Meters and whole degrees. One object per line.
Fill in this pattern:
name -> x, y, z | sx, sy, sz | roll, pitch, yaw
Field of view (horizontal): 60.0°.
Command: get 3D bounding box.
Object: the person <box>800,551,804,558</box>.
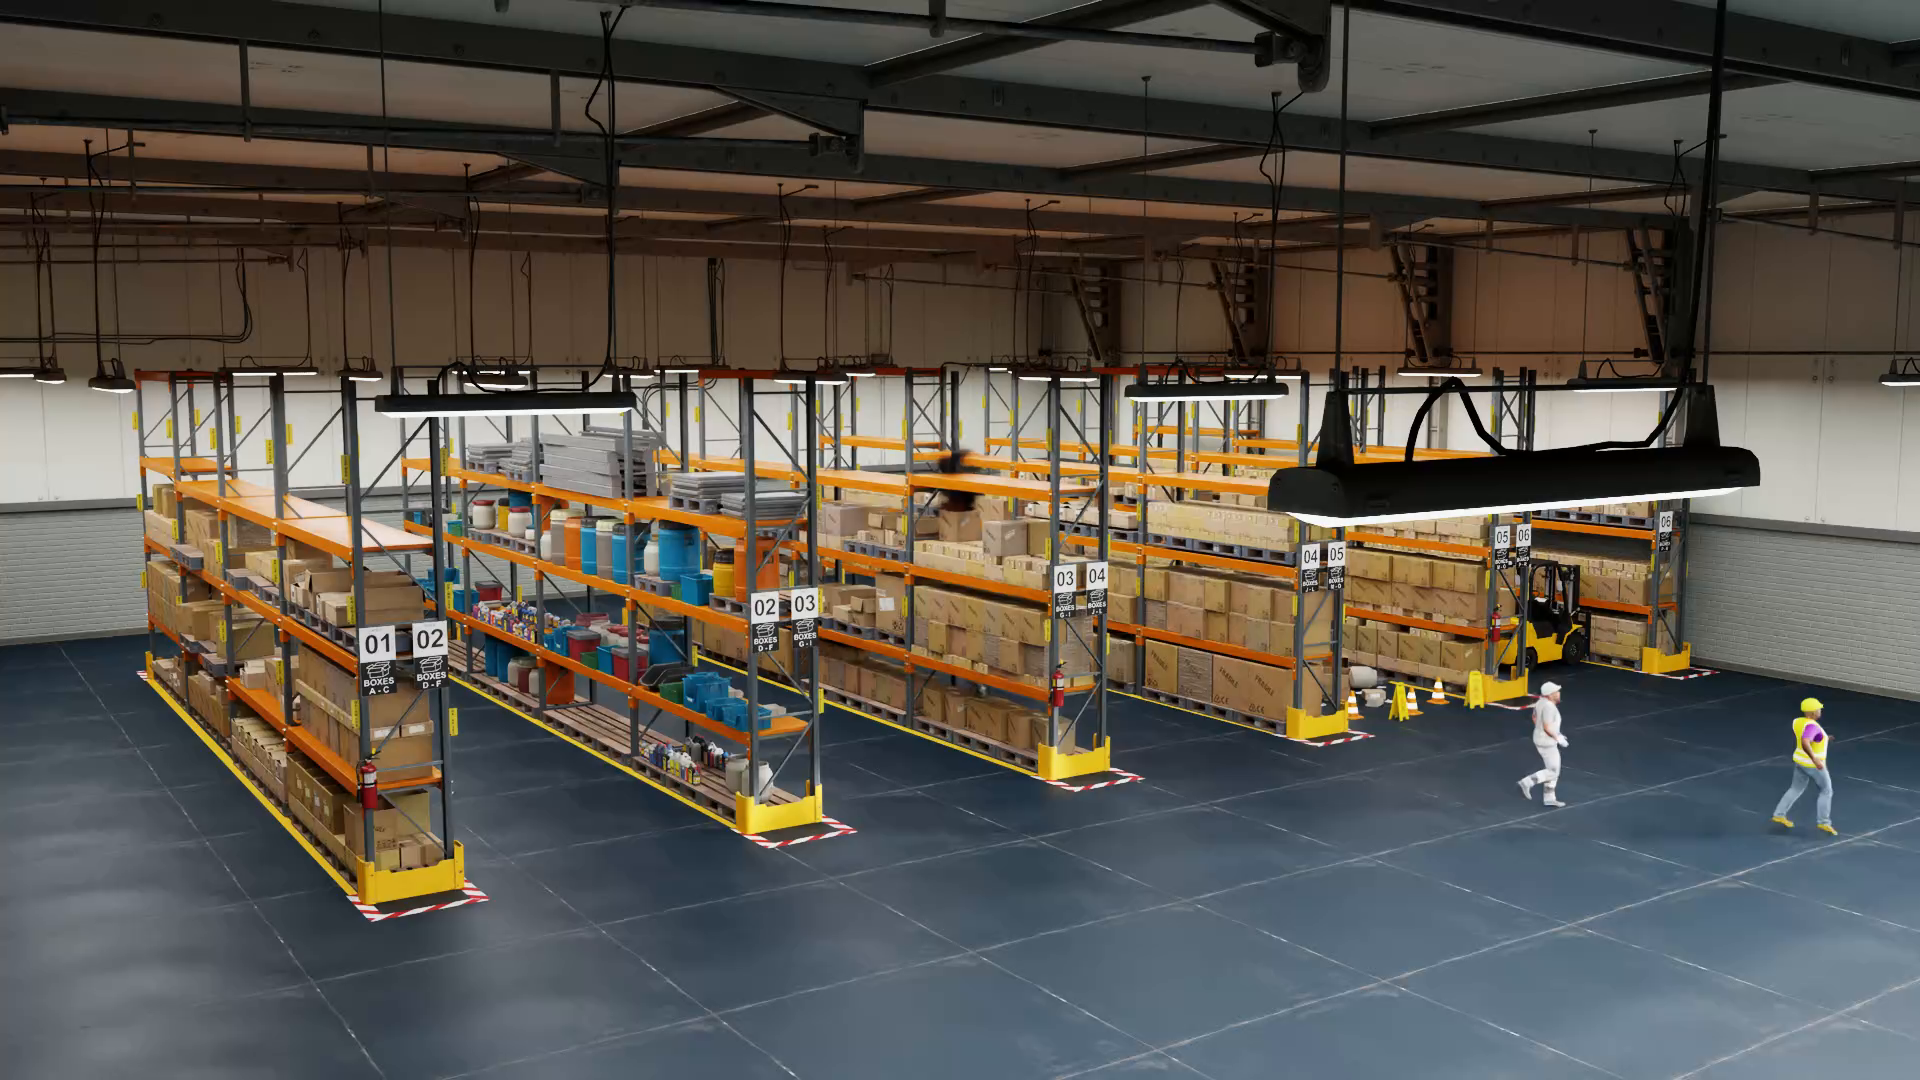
person -> -3.785, 1.109, 38.835 | 0.671, 1.729, 0.858 | -3, 7, -28

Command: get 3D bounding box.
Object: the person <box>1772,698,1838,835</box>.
person -> 11.154, 2.980, 21.870 | 0.820, 1.821, 0.677 | -1, 6, -7

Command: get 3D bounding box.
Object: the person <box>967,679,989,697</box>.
person -> 0.396, 1.978, 30.765 | 0.655, 1.827, 0.820 | -5, 8, -37

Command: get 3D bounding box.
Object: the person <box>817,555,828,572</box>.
person -> -3.571, 0.793, 41.821 | 0.704, 1.753, 0.653 | -5, 8, -40

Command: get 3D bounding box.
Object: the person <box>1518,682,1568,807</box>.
person -> 8.132, 2.852, 23.241 | 0.700, 1.765, 0.657 | 0, 6, 4
